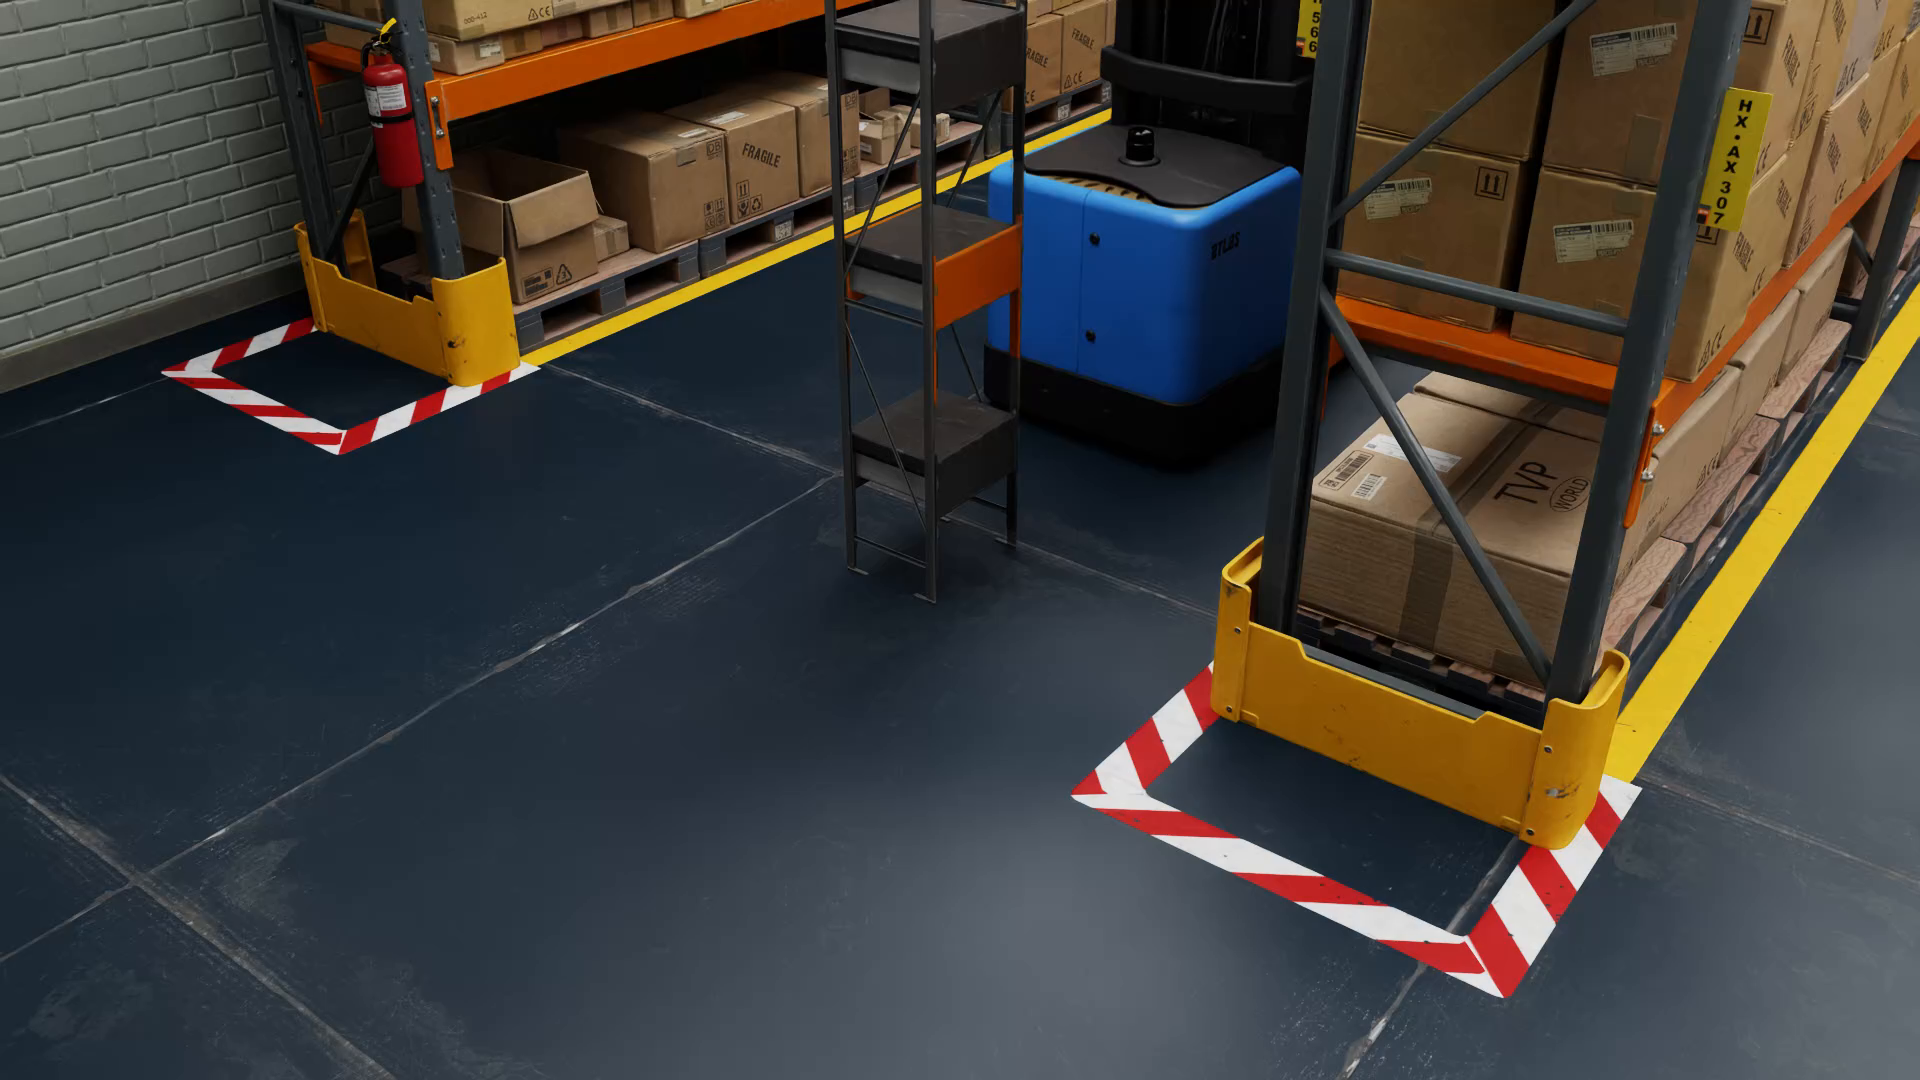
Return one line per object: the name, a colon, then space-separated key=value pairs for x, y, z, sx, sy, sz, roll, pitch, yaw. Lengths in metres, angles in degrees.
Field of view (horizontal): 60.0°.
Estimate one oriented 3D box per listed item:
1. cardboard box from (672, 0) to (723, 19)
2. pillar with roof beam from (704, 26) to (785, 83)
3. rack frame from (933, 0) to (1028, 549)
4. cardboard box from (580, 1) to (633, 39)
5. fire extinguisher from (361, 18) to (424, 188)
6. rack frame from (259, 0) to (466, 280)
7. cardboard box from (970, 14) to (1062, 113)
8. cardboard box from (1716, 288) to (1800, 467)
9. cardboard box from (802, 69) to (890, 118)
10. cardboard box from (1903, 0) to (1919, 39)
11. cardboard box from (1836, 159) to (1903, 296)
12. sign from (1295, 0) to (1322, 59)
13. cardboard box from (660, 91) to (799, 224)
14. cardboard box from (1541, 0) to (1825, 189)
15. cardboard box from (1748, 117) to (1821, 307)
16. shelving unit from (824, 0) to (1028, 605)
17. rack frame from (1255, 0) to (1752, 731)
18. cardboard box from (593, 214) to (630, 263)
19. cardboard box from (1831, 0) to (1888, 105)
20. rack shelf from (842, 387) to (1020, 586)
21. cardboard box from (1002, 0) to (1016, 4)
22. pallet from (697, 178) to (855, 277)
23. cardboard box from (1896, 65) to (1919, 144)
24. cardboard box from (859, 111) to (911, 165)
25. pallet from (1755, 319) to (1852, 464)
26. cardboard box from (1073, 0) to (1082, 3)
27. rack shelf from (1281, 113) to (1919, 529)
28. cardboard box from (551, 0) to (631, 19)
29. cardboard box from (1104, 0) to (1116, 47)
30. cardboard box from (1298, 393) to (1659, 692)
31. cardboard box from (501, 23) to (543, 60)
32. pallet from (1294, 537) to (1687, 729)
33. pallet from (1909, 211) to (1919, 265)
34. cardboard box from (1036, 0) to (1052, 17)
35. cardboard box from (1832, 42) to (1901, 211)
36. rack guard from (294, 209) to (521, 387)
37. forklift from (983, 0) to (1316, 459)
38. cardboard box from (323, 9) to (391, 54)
cardboard box: x=-1.363 y=-2.625 z=7.984 sx=0.380 sy=0.149 sz=0.250 roll=20 pitch=36 yaw=30
pillar with roof beam: x=2.110 y=-5.052 z=5.948 sx=9.100 sy=9.000 sz=0.400 roll=21 pitch=37 yaw=31
rack frame: x=0.047 y=-0.935 z=5.769 sx=0.400 sy=2.100 sz=0.015 roll=21 pitch=37 yaw=31
cardboard box: x=-1.732 y=-2.436 z=7.665 sx=0.380 sy=0.149 sz=0.250 roll=22 pitch=37 yaw=33
fire extinguisher: x=-2.318 y=-1.780 z=6.753 sx=0.296 sy=0.674 sz=0.183 roll=21 pitch=37 yaw=31
rack frame: x=-2.598 y=-2.176 z=6.979 sx=1.000 sy=3.000 sz=0.127 roll=21 pitch=37 yaw=31
cardboard box: x=0.288 y=-3.034 z=10.468 sx=0.500 sy=0.500 sz=0.500 roll=23 pitch=38 yaw=33
cardboard box: x=2.772 y=-0.768 z=6.705 sx=0.875 sy=0.438 sz=0.875 roll=20 pitch=36 yaw=30
cardboard box: x=-0.771 y=-2.630 z=9.971 sx=0.500 sy=0.311 sz=0.500 roll=23 pitch=37 yaw=33
cardboard box: x=3.099 y=-2.058 z=5.702 sx=0.500 sy=0.500 sz=0.500 roll=22 pitch=37 yaw=32
cardboard box: x=4.087 y=-1.819 z=8.049 sx=0.875 sy=0.875 sz=0.875 roll=22 pitch=37 yaw=33
sign: x=0.937 y=-1.422 z=4.340 sx=0.100 sy=0.325 sz=0.005 roll=21 pitch=37 yaw=31
cardboard box: x=-1.207 y=-2.020 z=8.757 sx=0.500 sy=0.500 sz=0.500 roll=22 pitch=37 yaw=32
cardboard box: x=1.878 y=-1.230 z=4.305 sx=0.500 sy=0.500 sz=0.500 roll=20 pitch=36 yaw=30
cardboard box: x=2.163 y=-1.014 z=4.920 sx=0.500 sy=0.500 sz=0.500 roll=21 pitch=36 yaw=31
shelving unit: x=-0.100 y=-0.836 z=5.601 sx=0.431 sy=2.100 sz=0.503 roll=21 pitch=37 yaw=31
rack frame: x=1.362 y=-0.650 z=4.404 sx=1.000 sy=3.000 sz=0.127 roll=21 pitch=37 yaw=31
cardboard box: x=-1.866 y=-1.510 z=8.240 sx=0.380 sy=0.149 sz=0.250 roll=20 pitch=36 yaw=29
cardboard box: x=2.489 y=-1.654 z=5.020 sx=0.500 sy=0.500 sz=0.500 roll=21 pitch=36 yaw=31
rack shelf: x=-0.100 y=-0.222 z=5.965 sx=0.431 sy=0.518 sz=0.480 roll=21 pitch=37 yaw=31
cardboard box: x=0.197 y=-3.397 z=10.151 sx=0.380 sy=0.149 sz=0.250 roll=20 pitch=36 yaw=30
pallet: x=-1.335 y=-1.825 z=9.123 sx=1.003 sy=0.211 sz=1.213 roll=21 pitch=37 yaw=31
cardboard box: x=3.394 y=-1.841 z=6.316 sx=0.500 sy=0.500 sz=0.500 roll=20 pitch=36 yaw=30
cardboard box: x=-0.501 y=-2.344 z=9.533 sx=0.396 sy=0.266 sz=0.258 roll=23 pitch=37 yaw=33
pallet: x=3.255 y=-0.791 z=7.378 sx=1.003 sy=0.211 sz=1.213 roll=21 pitch=37 yaw=31
cardboard box: x=0.651 y=-3.610 z=10.803 sx=0.380 sy=0.149 sz=0.250 roll=20 pitch=36 yaw=30
rack shelf: x=2.569 y=-1.153 z=5.959 sx=1.077 sy=0.370 sz=4.000 roll=21 pitch=37 yaw=31
cardboard box: x=-1.805 y=-2.546 z=7.459 sx=0.500 sy=0.250 sz=0.500 roll=22 pitch=37 yaw=32
cardboard box: x=0.906 y=-3.455 z=11.178 sx=0.500 sy=0.500 sz=0.500 roll=20 pitch=36 yaw=30
cardboard box: x=1.680 y=-0.027 z=5.455 sx=0.875 sy=0.438 sz=0.875 roll=20 pitch=36 yaw=30
cardboard box: x=-2.064 y=-2.235 z=7.325 sx=0.380 sy=0.149 sz=0.250 roll=22 pitch=37 yaw=32
pallet: x=1.782 y=0.201 z=5.704 sx=1.003 sy=0.211 sz=1.213 roll=21 pitch=37 yaw=31
pallet: x=4.918 y=-1.911 z=9.267 sx=1.003 sy=0.211 sz=1.213 roll=21 pitch=37 yaw=31
cardboard box: x=0.351 y=-3.386 z=10.426 sx=0.380 sy=0.149 sz=0.250 roll=20 pitch=36 yaw=30
cardboard box: x=2.774 y=-1.424 z=5.612 sx=0.500 sy=0.500 sz=0.500 roll=22 pitch=37 yaw=33
rack guard: x=-2.552 y=-1.131 z=7.669 sx=1.175 sy=0.500 sz=0.348 roll=21 pitch=37 yaw=31
forklift: x=1.406 y=-2.272 z=7.209 sx=1.130 sy=2.935 sz=3.031 roll=22 pitch=37 yaw=32
cardboard box: x=-2.612 y=-2.285 z=7.410 sx=0.380 sy=0.149 sz=0.250 roll=21 pitch=36 yaw=31
